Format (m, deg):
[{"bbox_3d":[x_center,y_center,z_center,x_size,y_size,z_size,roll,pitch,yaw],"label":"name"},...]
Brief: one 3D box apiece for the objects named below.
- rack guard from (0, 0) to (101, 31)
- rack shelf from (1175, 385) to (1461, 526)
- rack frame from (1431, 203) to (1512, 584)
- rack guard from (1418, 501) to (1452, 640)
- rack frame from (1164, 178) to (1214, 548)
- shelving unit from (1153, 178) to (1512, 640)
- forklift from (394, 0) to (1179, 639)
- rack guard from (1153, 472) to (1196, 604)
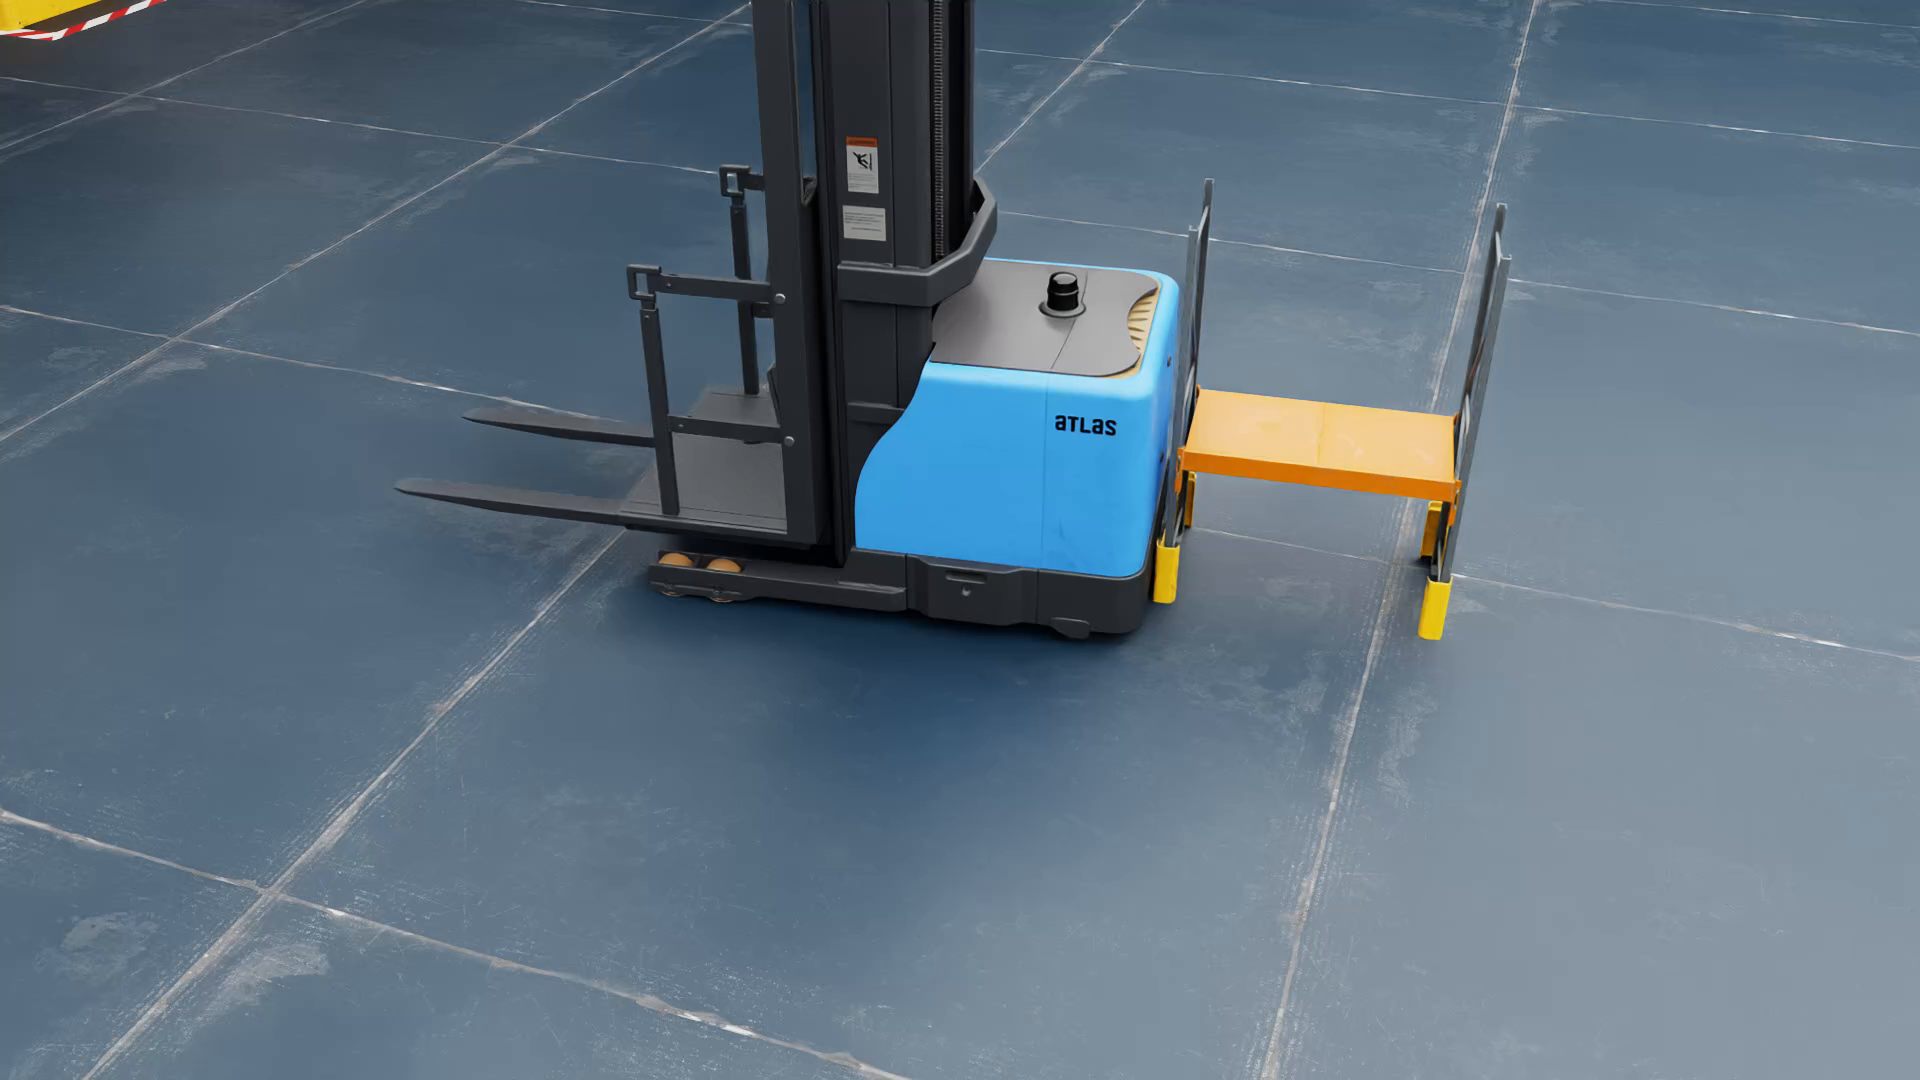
[{"bbox_3d":[-7.280,-4.459,13.195,0.348,0.500,1.175,11,34,16],"label":"rack guard"},{"bbox_3d":[1.339,-0.327,6.205,1.000,0.185,0.538,7,34,11],"label":"rack shelf"},{"bbox_3d":[1.833,-0.413,6.007,0.032,1.500,0.500,7,34,11],"label":"rack frame"},{"bbox_3d":[1.814,0.109,6.350,0.087,0.250,0.587,7,34,11],"label":"rack guard"},{"bbox_3d":[0.845,-0.543,6.208,0.032,1.500,0.500,7,34,11],"label":"rack frame"},{"bbox_3d":[1.330,-0.479,6.110,1.083,1.500,0.587,7,34,11],"label":"shelving unit"},{"bbox_3d":[-0.723,-1.263,6.004,3.031,2.935,1.130,6,33,10],"label":"forklift"},{"bbox_3d":[0.846,-0.018,6.547,0.087,0.250,0.587,7,34,11],"label":"rack guard"}]
